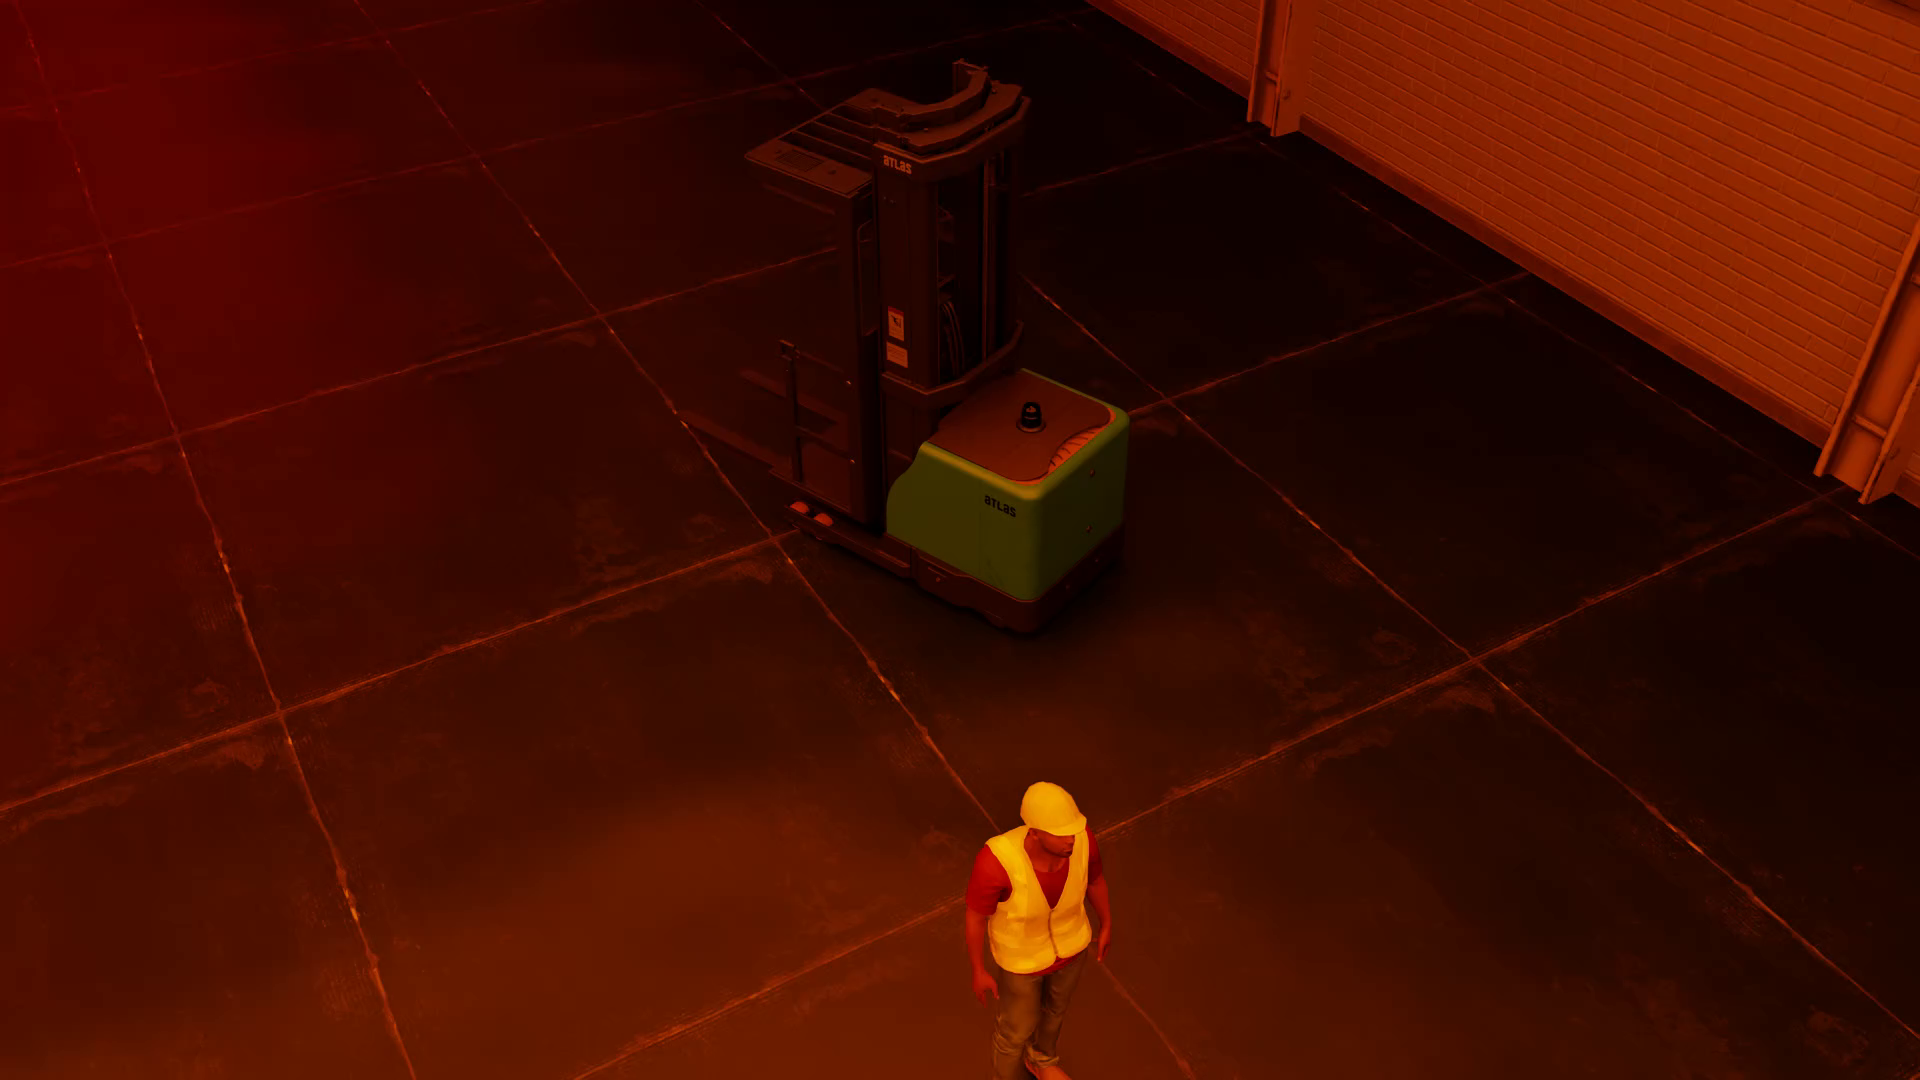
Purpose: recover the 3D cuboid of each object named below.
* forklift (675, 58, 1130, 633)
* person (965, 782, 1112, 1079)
[{"bbox_3d":[-0.481,-1.366,9.683,3.031,2.935,1.130,26,46,28],"label":"forklift"},{"bbox_3d":[0.361,1.730,6.852,0.657,1.765,0.577,-18,43,-21],"label":"person"}]
